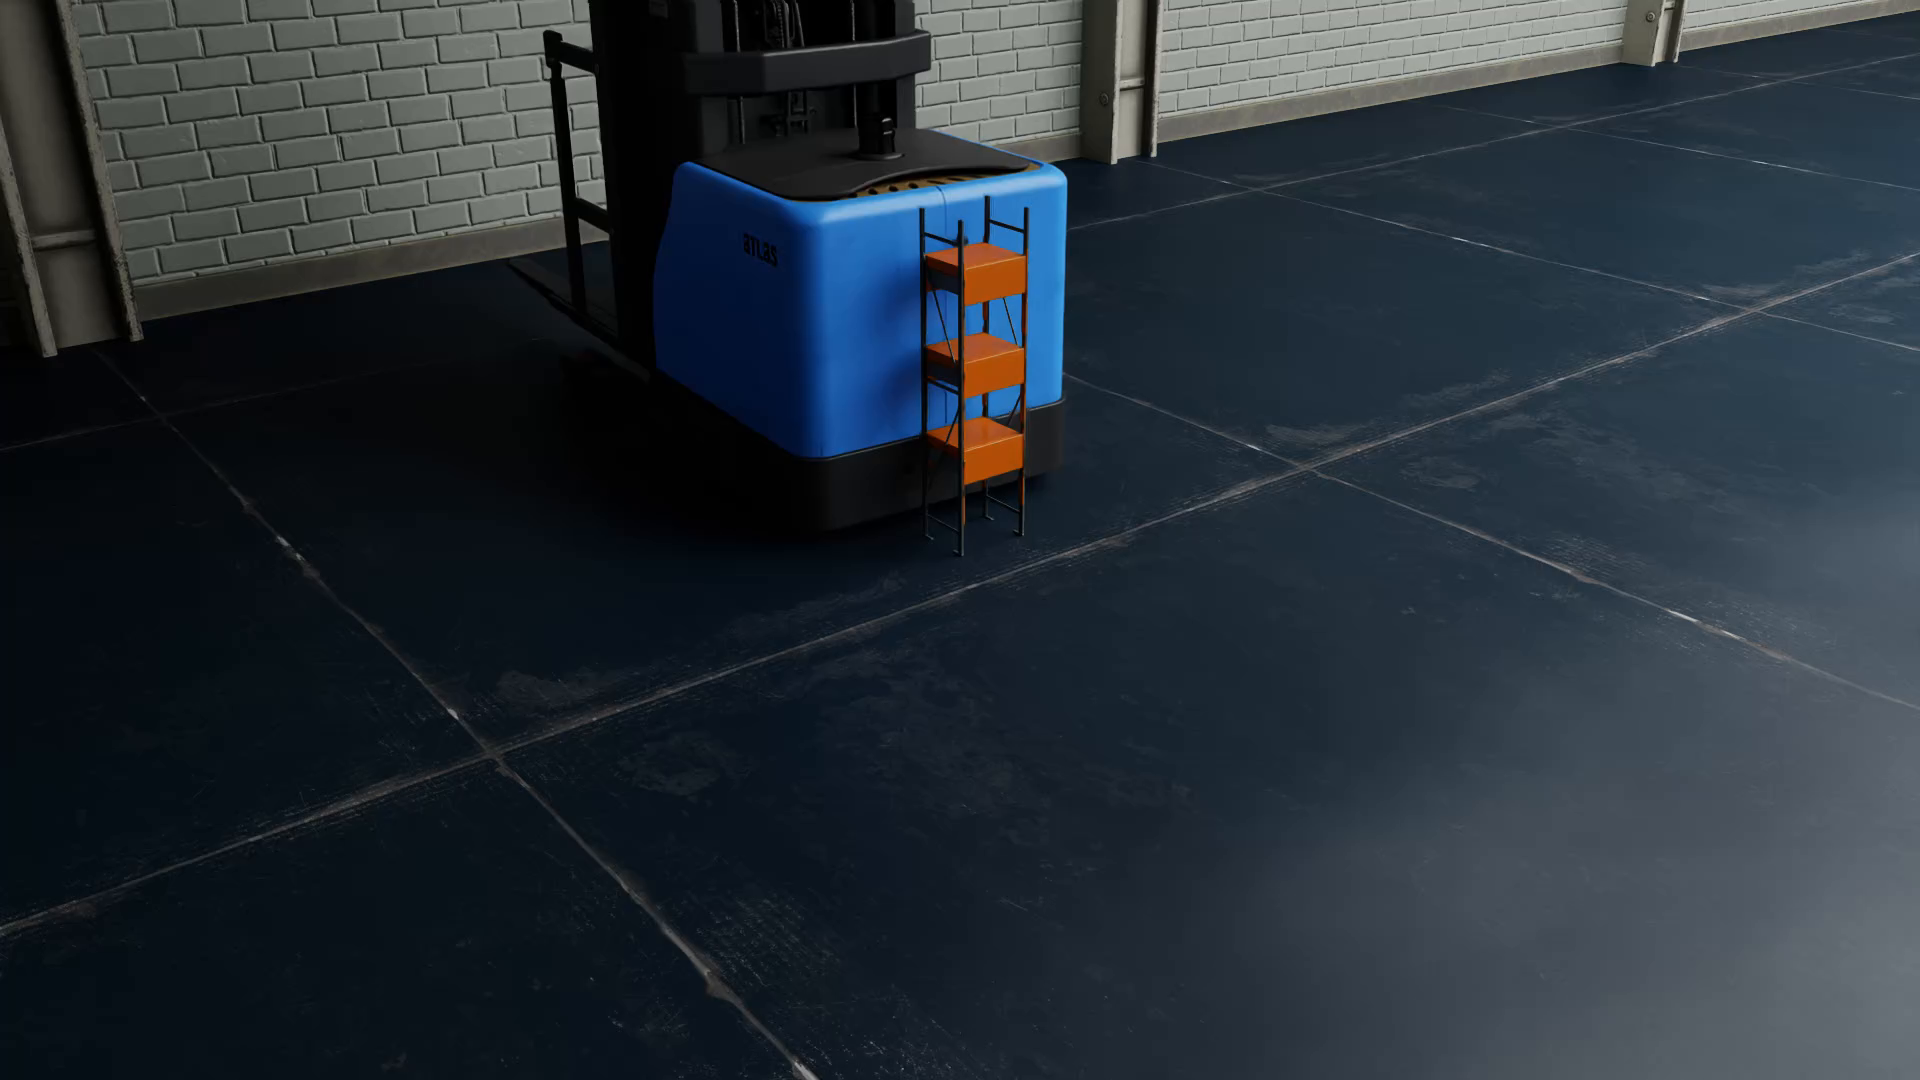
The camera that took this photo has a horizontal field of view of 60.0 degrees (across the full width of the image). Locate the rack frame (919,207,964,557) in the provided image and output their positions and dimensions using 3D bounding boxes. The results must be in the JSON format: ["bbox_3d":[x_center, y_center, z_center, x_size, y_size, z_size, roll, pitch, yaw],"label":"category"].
[{"bbox_3d":[-0.054,-0.458,4.991,0.008,1.050,0.200,-18,31,-34],"label":"rack frame"}]

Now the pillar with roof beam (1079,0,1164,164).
[{"bbox_3d":[3.646,-5.070,5.486,0.400,9.000,9.100,-18,31,-34],"label":"pillar with roof beam"}]

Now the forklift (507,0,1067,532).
[{"bbox_3d":[-0.888,-1.922,5.910,1.130,2.935,3.031,-16,29,-31],"label":"forklift"}]

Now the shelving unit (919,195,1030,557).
[{"bbox_3d":[0.042,-0.490,5.059,0.252,1.050,0.215,-18,31,-34],"label":"shelving unit"}]

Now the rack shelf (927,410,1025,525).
[{"bbox_3d":[0.042,-0.228,5.180,0.240,0.259,0.215,-18,31,-34],"label":"rack shelf"}]

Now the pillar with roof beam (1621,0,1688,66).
[{"bbox_3d":[8.367,-6.629,8.844,0.400,9.000,9.100,-18,31,-34],"label":"pillar with roof beam"}]

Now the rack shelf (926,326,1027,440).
[{"bbox_3d":[0.042,-0.481,5.063,0.240,0.259,0.215,-18,31,-34],"label":"rack shelf"}]

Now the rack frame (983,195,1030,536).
[{"bbox_3d":[0.138,-0.522,5.127,0.008,1.050,0.200,-18,31,-34],"label":"rack frame"}]

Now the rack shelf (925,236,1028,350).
[{"bbox_3d":[0.042,-0.738,4.944,0.240,0.259,0.215,-18,31,-34],"label":"rack shelf"}]

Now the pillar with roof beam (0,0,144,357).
[{"bbox_3d":[-1.076,-3.512,2.127,0.400,9.000,9.100,-18,31,-34],"label":"pillar with roof beam"}]
